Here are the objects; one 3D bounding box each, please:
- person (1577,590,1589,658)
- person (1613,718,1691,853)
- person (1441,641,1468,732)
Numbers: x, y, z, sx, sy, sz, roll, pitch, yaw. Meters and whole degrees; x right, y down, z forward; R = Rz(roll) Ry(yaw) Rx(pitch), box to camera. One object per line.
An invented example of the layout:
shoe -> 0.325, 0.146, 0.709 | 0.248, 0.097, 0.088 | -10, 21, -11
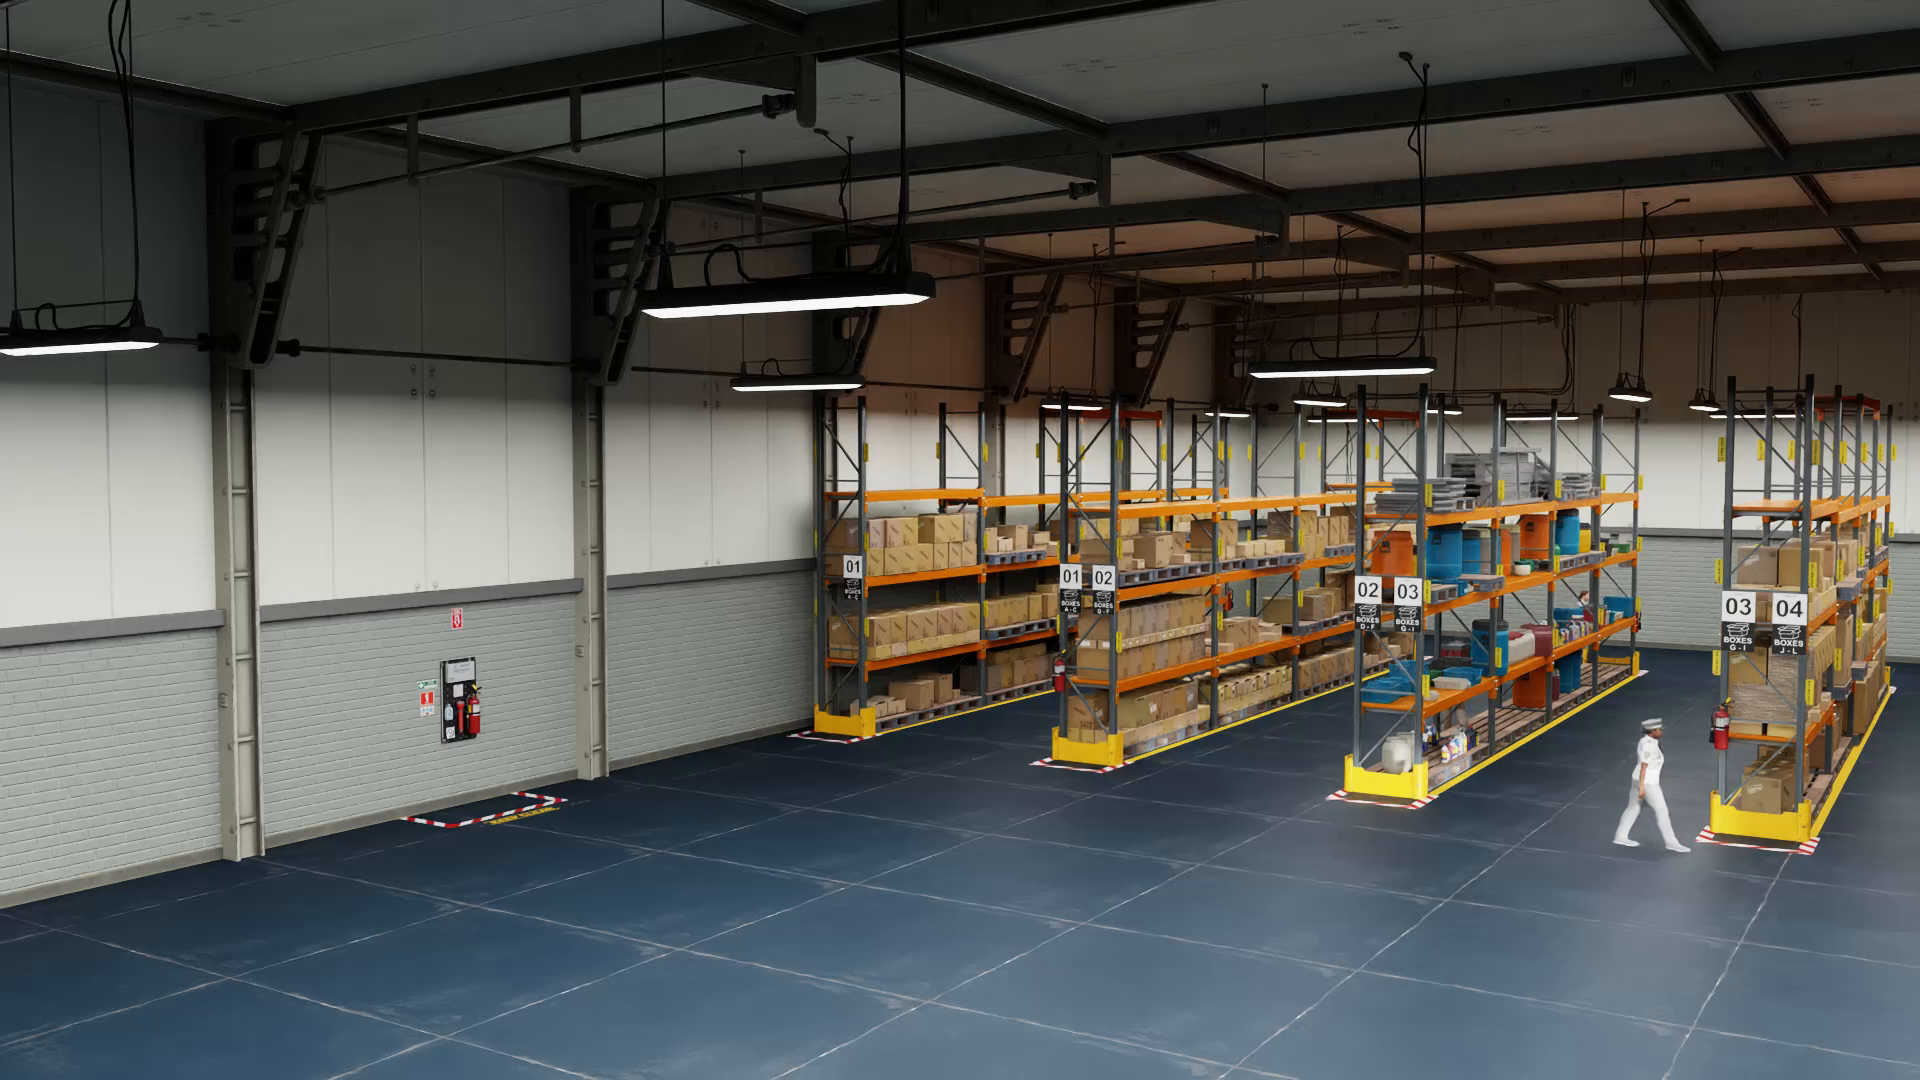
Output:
person -> 15.086, 2.038, 40.421 | 0.652, 1.666, 0.483 | 3, 4, 42
person -> 8.714, 3.060, 20.949 | 0.860, 1.630, 0.505 | 1, 3, 10
person -> 8.721, 2.605, 29.162 | 0.506, 1.656, 0.999 | 0, 3, 6
